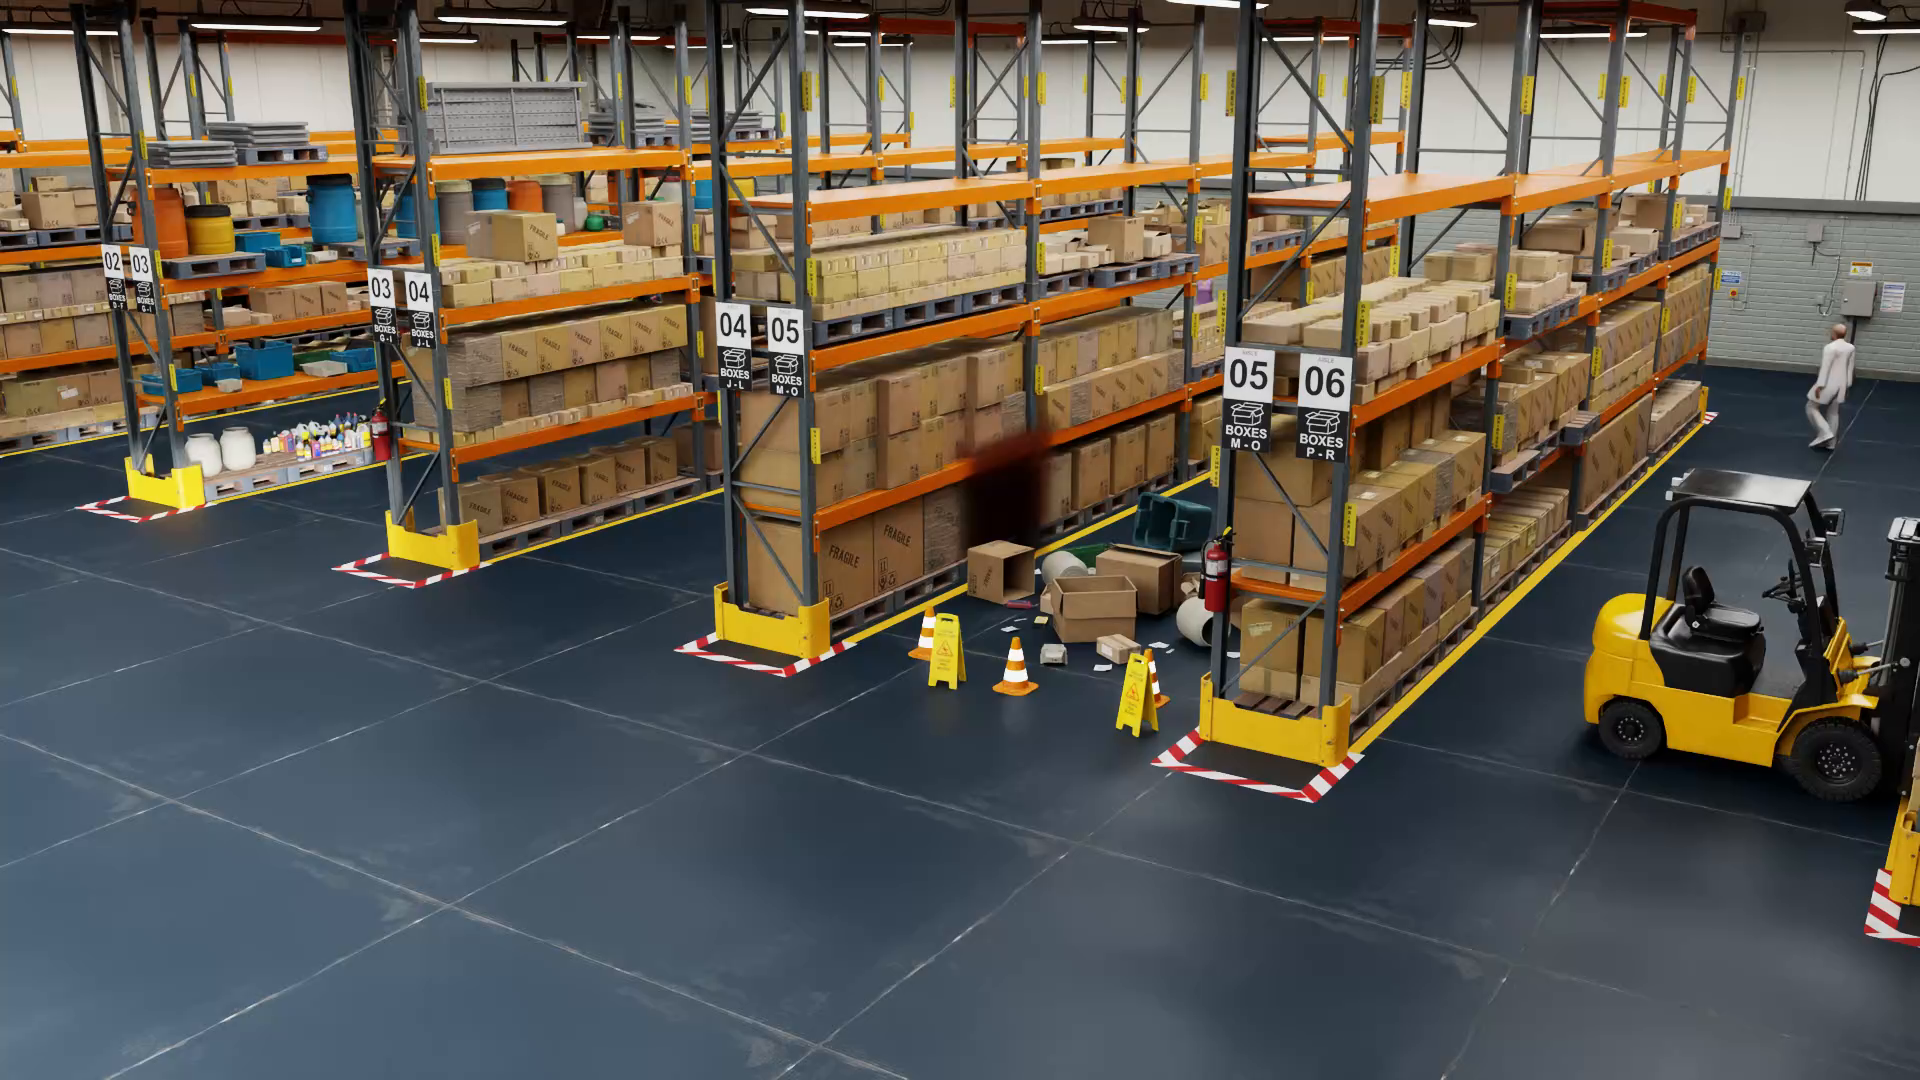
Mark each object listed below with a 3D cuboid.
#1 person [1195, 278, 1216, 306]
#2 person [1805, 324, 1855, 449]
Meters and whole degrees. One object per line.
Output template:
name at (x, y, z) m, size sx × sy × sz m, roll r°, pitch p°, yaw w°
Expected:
person at (4.842, -4.611, 32.812) m, size 0.447 × 1.556 × 0.899 m, roll 5°, pitch 16°, yaw 16°
person at (12.480, -2.187, 23.758) m, size 0.638 × 1.779 × 0.539 m, roll -5°, pitch 16°, yaw -18°
